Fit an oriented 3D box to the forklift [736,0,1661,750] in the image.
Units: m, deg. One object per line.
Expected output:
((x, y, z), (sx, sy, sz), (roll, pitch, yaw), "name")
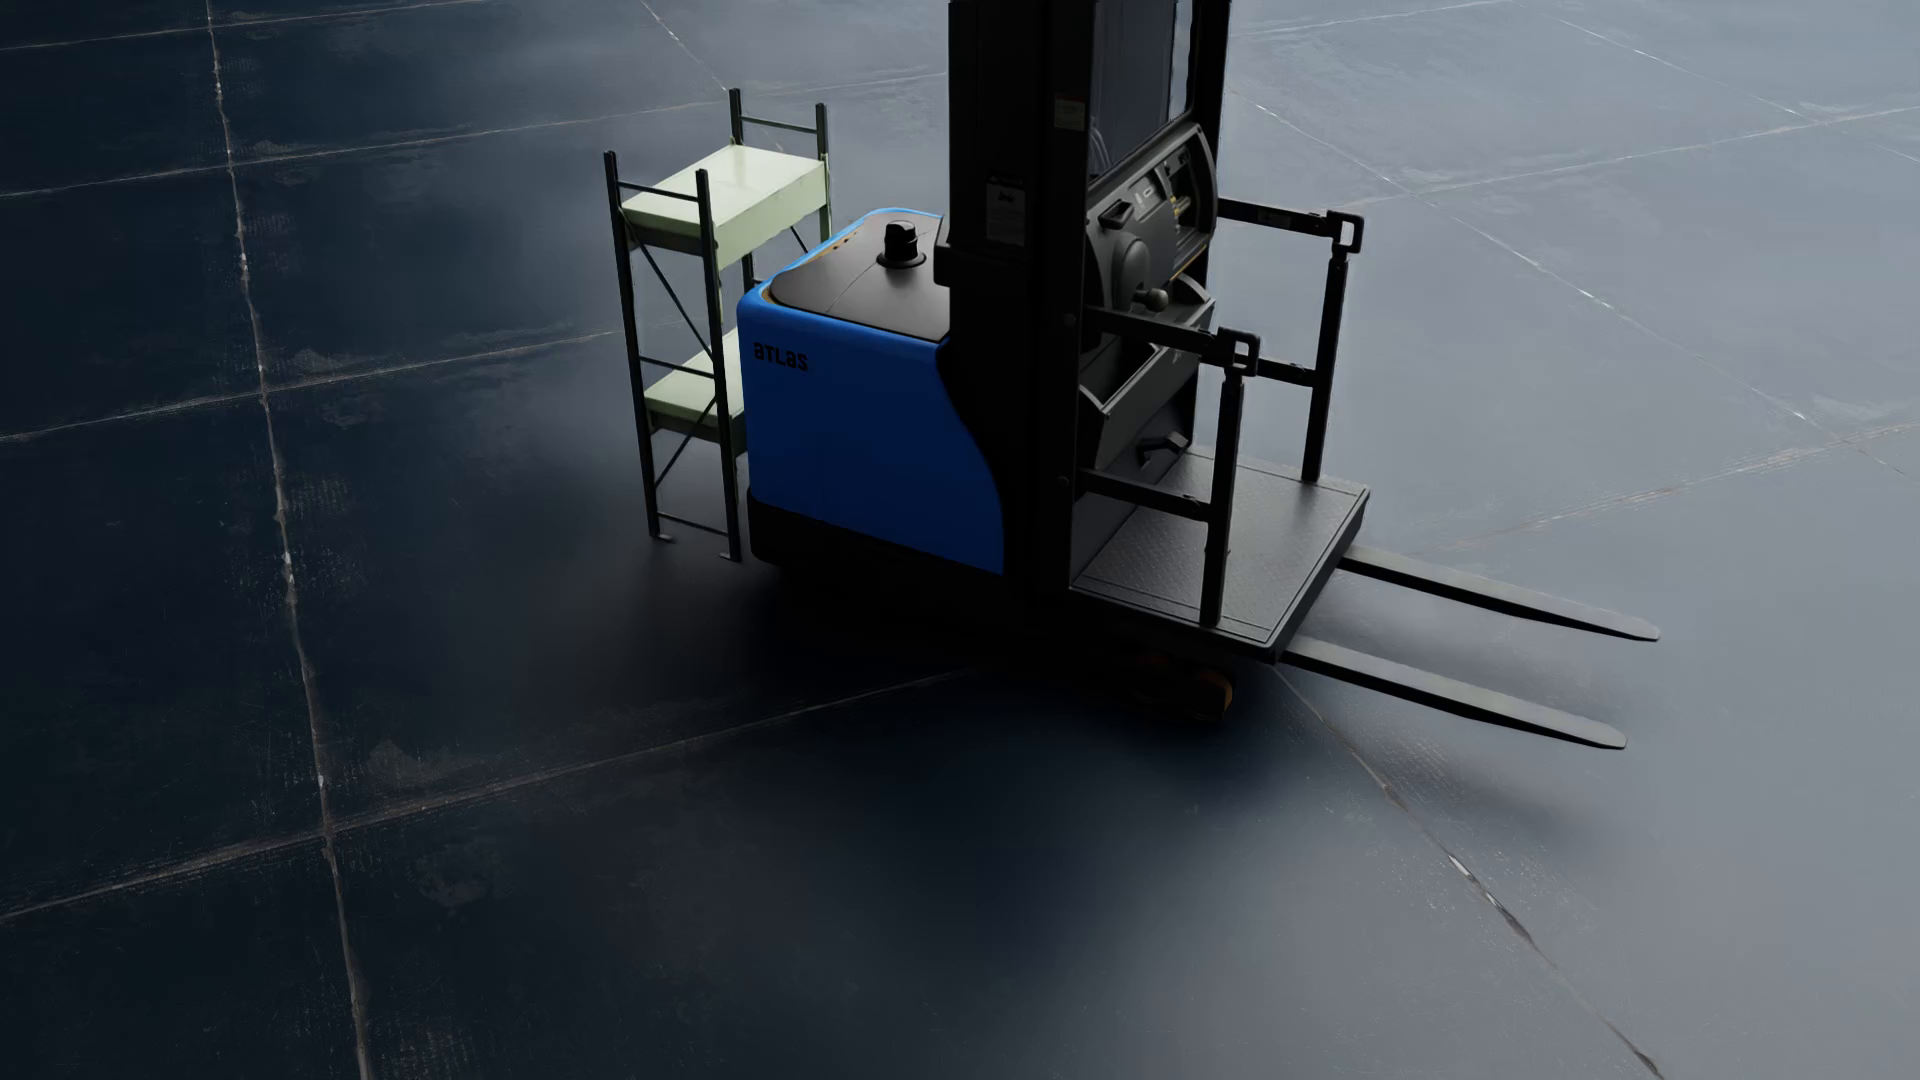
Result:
((0.781, -0.978, 5.066), (3.031, 2.935, 1.130), (16, 36, 23), "forklift")

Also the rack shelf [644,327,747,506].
((-0.820, -0.504, 6.246), (0.431, 0.370, 0.720), (16, 36, 23), "rack shelf")

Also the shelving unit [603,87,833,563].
((-0.820, -0.777, 6.068), (0.431, 1.500, 0.755), (16, 36, 23), "shelving unit")

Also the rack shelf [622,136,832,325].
((-0.820, -1.104, 5.856), (0.431, 0.370, 0.720), (16, 36, 23), "rack shelf")

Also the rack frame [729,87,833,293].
((-0.652, -0.954, 6.341), (0.400, 1.500, 0.023), (16, 36, 23), "rack frame")

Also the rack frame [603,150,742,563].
((-0.989, -0.600, 5.796), (0.400, 1.500, 0.023), (16, 36, 23), "rack frame")
